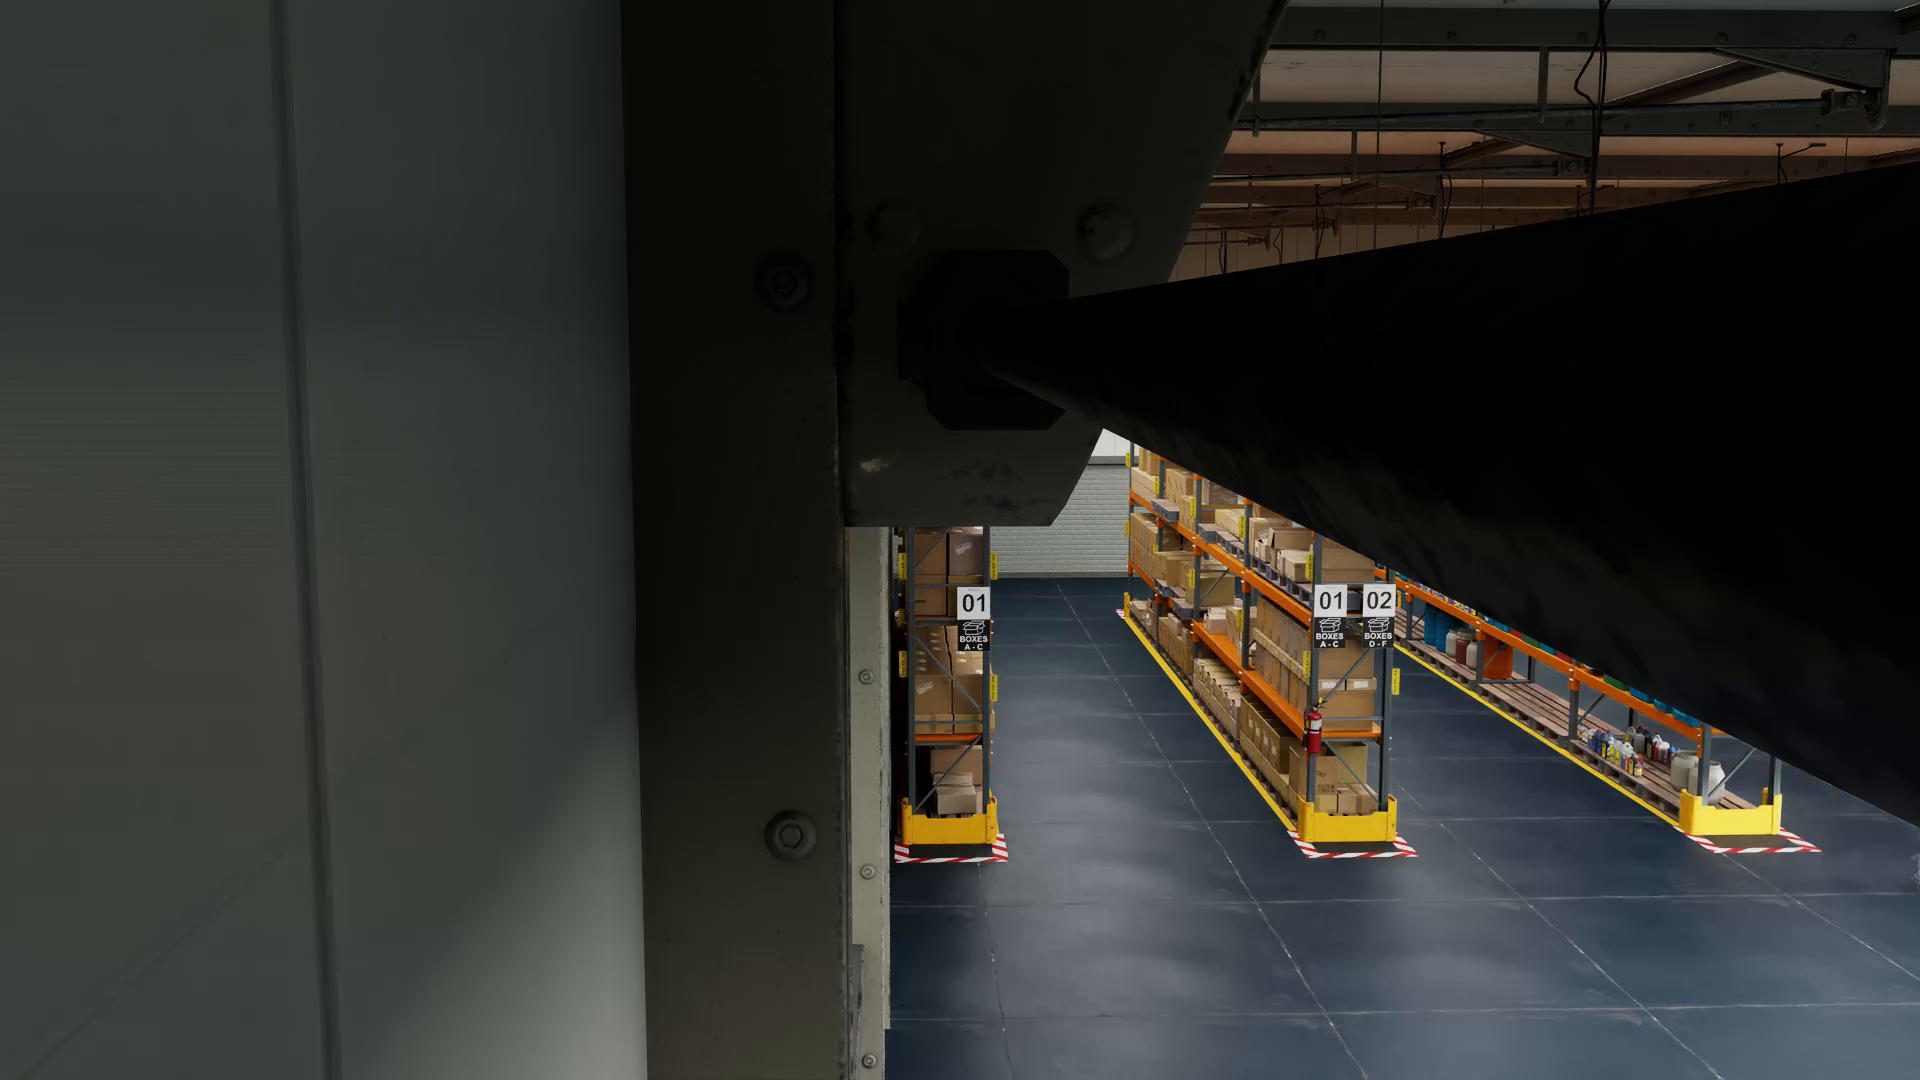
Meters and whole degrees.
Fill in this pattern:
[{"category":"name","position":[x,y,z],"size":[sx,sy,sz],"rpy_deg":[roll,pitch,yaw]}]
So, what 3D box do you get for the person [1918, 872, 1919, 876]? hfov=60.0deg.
[{"category":"person","position":[11.214,3.139,18.466],"size":[0.895,1.742,0.588],"rpy_deg":[5,9,33]}]
